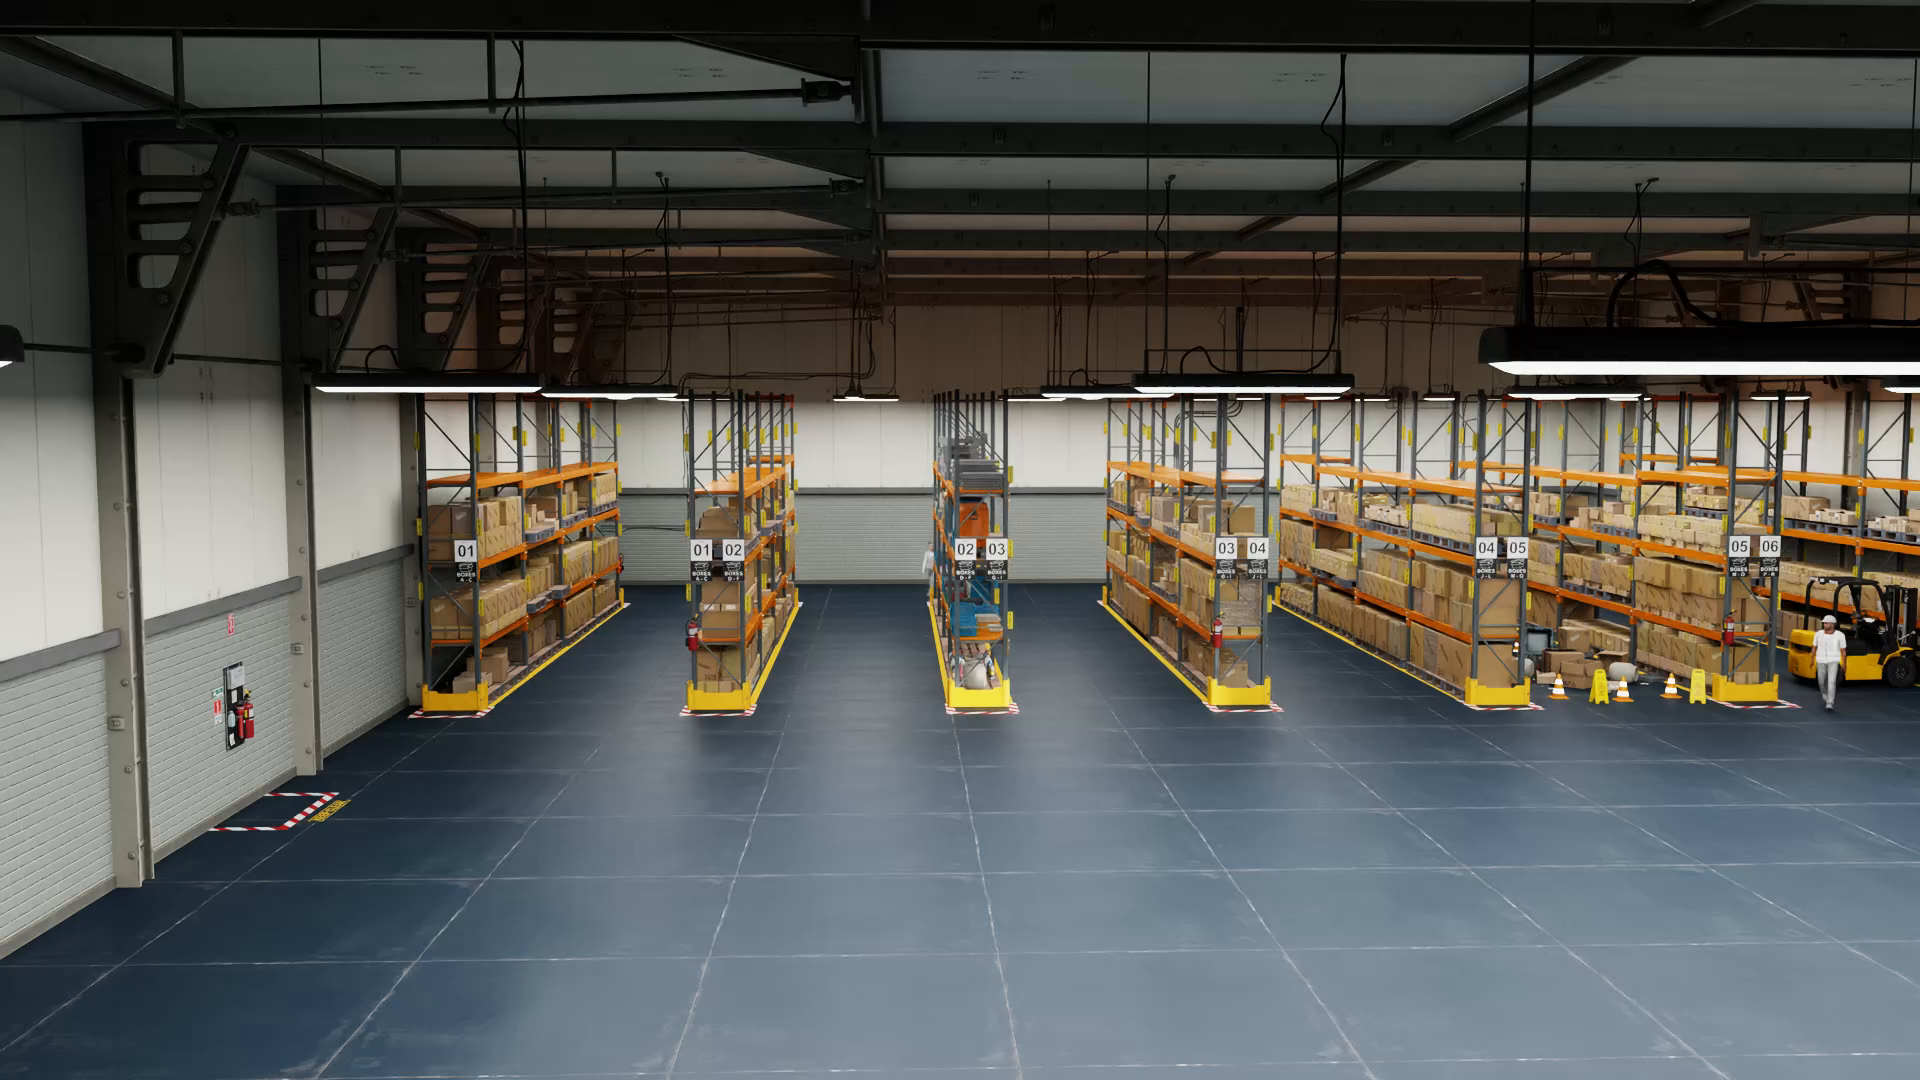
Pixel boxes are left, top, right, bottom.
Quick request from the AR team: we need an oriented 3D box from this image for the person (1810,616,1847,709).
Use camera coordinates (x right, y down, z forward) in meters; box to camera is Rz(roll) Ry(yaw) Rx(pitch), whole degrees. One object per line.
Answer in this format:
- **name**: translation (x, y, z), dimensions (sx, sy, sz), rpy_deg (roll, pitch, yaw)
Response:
- **person**: translation (16.399, 2.292, 31.397), dimensions (0.616, 1.734, 0.936), rpy_deg (3, 6, 36)

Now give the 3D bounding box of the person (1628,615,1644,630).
- **person**: translation (17.127, 1.467, 42.052), dimensions (0.504, 1.702, 0.370), rpy_deg (-3, 5, -31)

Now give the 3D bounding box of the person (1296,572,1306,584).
- **person**: translation (10.113, 0.874, 49.001), dimensions (0.803, 1.698, 0.540), rpy_deg (-2, 5, -22)

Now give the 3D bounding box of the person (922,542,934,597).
- **person**: translation (-0.826, 0.844, 49.648), dimensions (0.487, 1.620, 1.060), rpy_deg (2, 5, 28)
